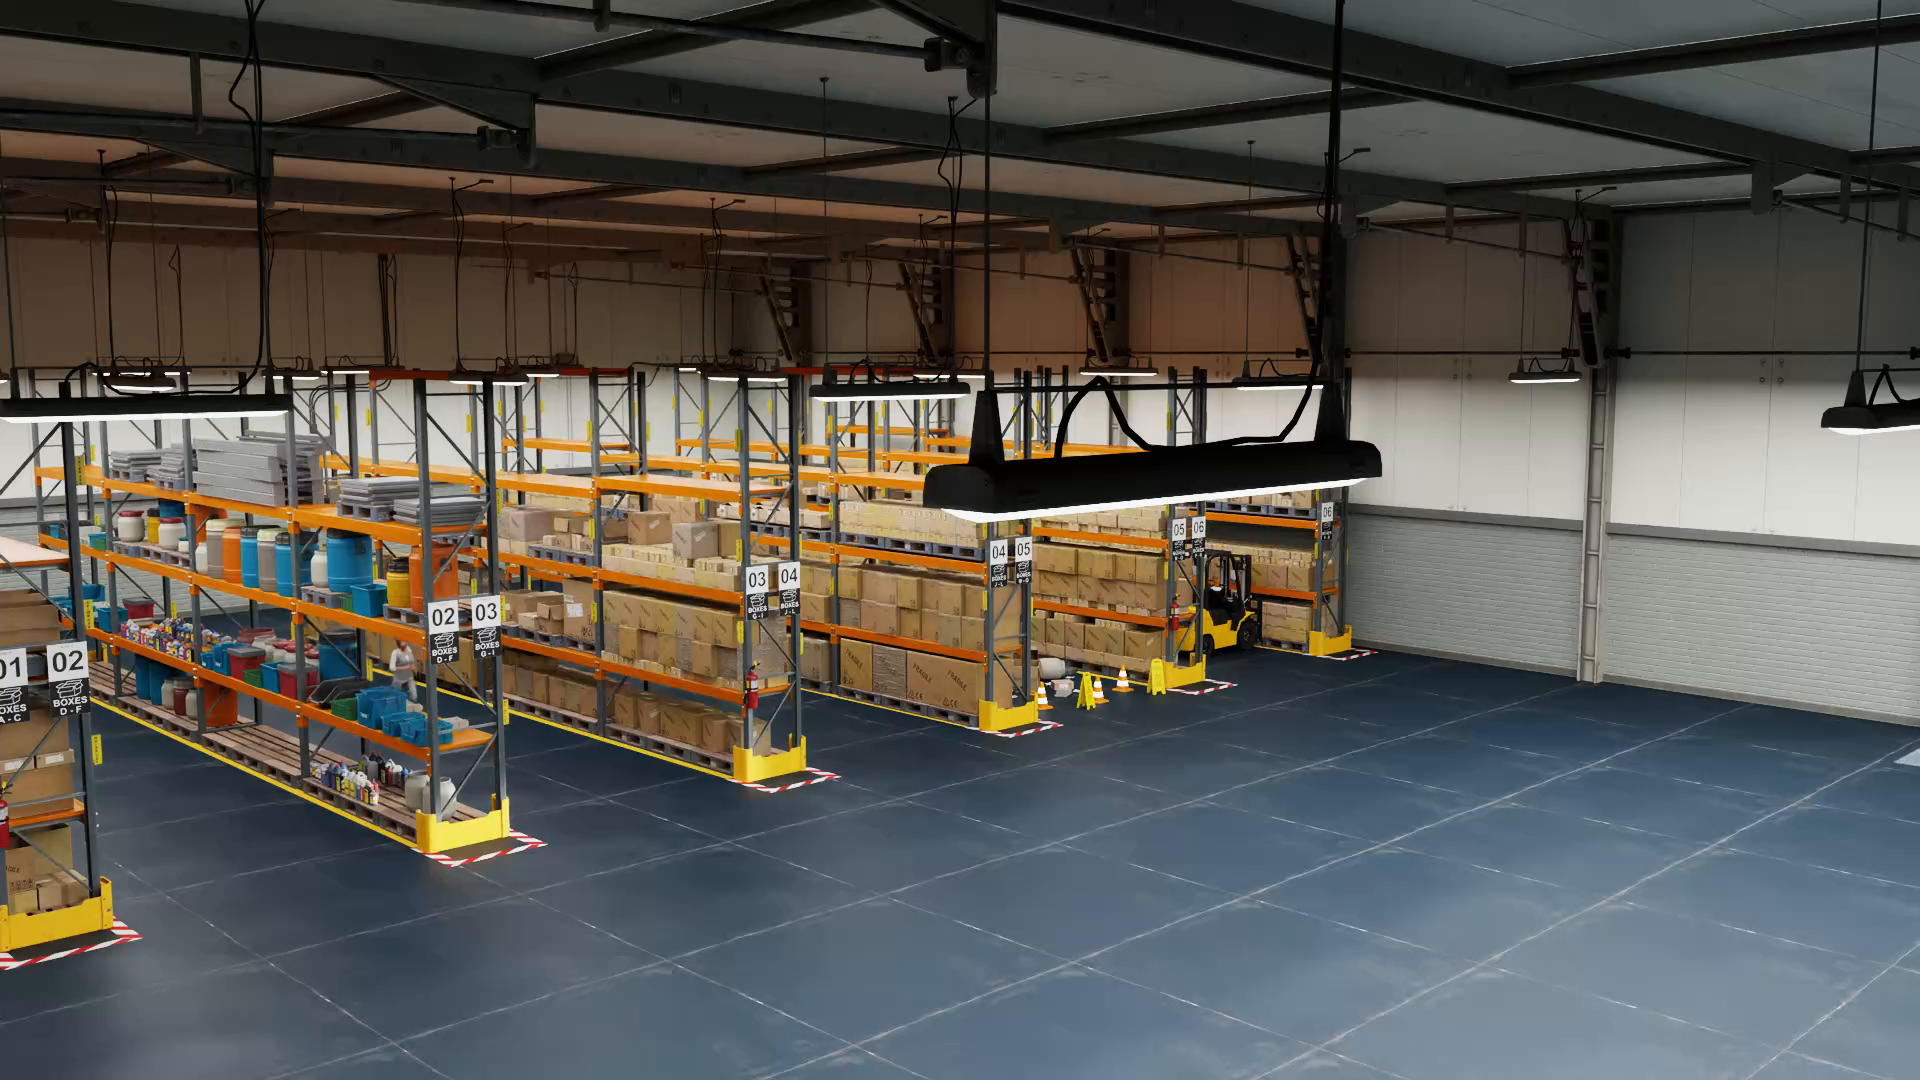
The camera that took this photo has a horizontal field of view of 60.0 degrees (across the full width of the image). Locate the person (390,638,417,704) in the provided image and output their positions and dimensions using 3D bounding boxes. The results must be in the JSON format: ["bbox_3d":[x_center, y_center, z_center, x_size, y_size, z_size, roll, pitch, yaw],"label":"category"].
[{"bbox_3d":[-9.386,2.413,27.958,0.850,1.574,0.548,6,9,41],"label":"person"}]
